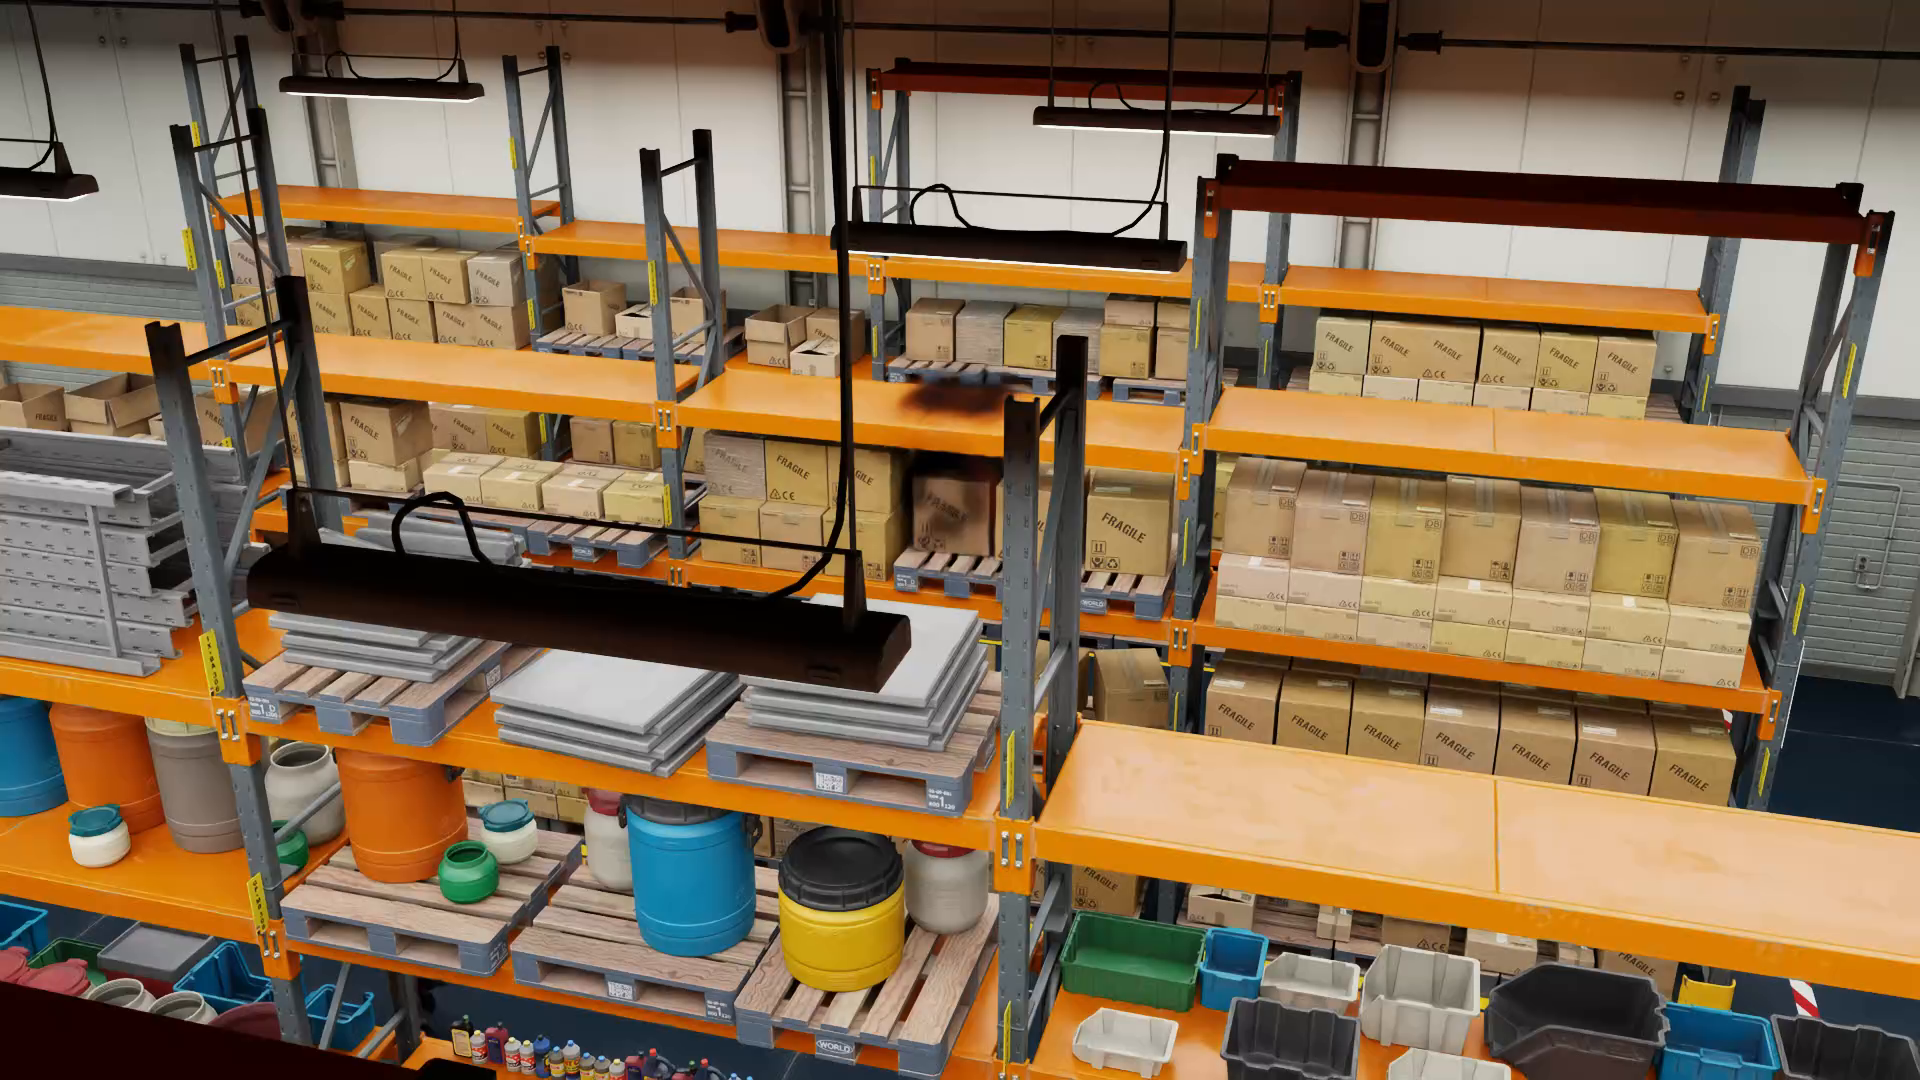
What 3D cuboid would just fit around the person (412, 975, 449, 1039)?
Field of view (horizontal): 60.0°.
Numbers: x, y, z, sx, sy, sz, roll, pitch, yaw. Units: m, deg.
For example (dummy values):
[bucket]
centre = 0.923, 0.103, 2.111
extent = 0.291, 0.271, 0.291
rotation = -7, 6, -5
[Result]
[person]
centre = -3.960, 2.780, 11.817
extent = 0.520, 1.708, 0.524
rotation = -17, 28, -35
